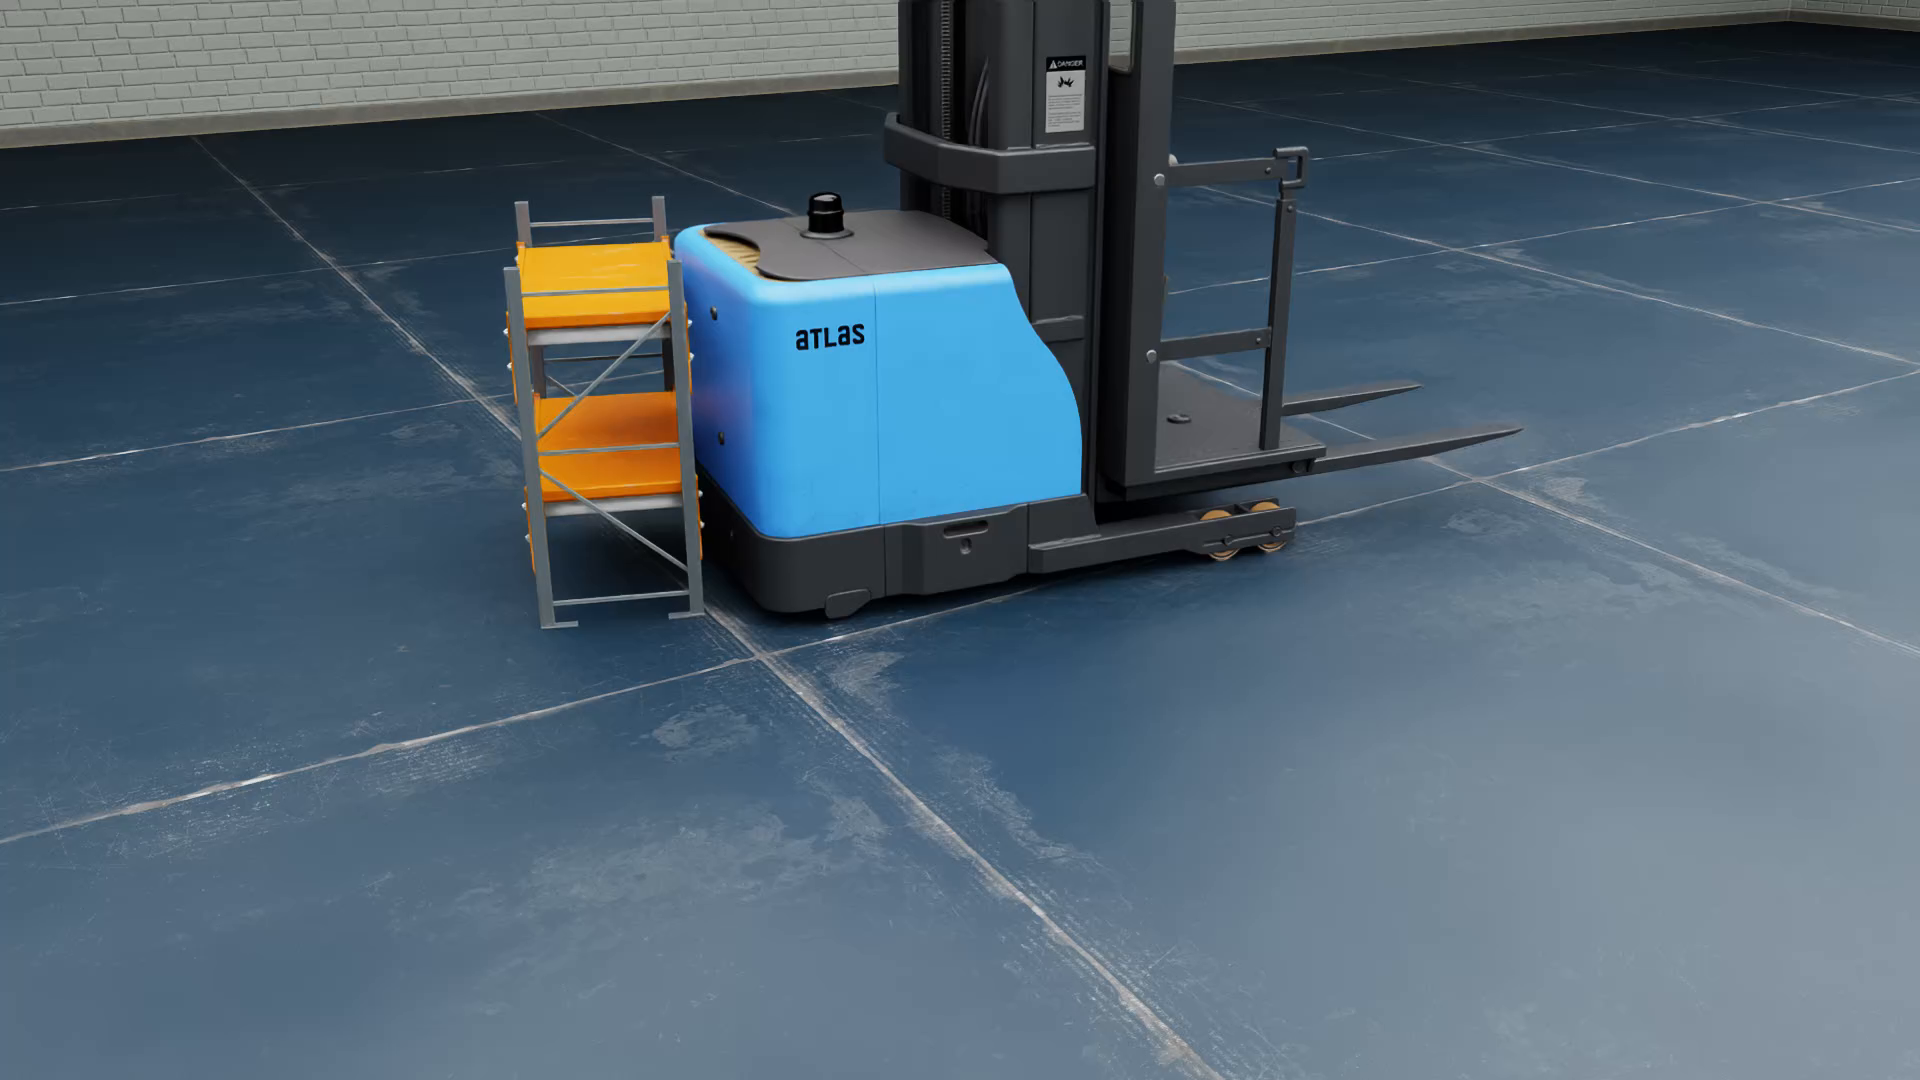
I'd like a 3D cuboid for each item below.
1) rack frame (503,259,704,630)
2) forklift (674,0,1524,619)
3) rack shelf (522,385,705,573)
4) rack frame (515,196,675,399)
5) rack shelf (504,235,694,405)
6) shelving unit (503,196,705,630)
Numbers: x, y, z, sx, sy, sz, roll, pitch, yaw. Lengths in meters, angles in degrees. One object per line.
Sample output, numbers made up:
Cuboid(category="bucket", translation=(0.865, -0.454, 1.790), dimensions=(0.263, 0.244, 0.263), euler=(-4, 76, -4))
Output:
Cuboid(category="rack frame", translation=(-1.051, -0.269, 4.979), dimensions=(0.500, 1.125, 0.032), euler=(-5, 23, -11))
Cuboid(category="forklift", translation=(0.603, -1.463, 5.518), dimensions=(3.031, 2.935, 1.130), euler=(-9, 24, -22))
Cuboid(category="rack shelf", translation=(-1.158, -0.230, 5.532), dimensions=(0.538, 0.278, 1.000), euler=(-5, 23, -11))
Cuboid(category="rack frame", translation=(-1.265, -0.643, 5.900), dimensions=(0.500, 1.125, 0.032), euler=(-5, 23, -11))
Cuboid(category="rack shelf", translation=(-1.158, -0.727, 5.330), dimensions=(0.538, 0.278, 1.000), euler=(-5, 23, -11))
Cuboid(category="shelving unit", translation=(-1.158, -0.456, 5.440), dimensions=(0.538, 1.125, 1.048), euler=(-5, 23, -11))
